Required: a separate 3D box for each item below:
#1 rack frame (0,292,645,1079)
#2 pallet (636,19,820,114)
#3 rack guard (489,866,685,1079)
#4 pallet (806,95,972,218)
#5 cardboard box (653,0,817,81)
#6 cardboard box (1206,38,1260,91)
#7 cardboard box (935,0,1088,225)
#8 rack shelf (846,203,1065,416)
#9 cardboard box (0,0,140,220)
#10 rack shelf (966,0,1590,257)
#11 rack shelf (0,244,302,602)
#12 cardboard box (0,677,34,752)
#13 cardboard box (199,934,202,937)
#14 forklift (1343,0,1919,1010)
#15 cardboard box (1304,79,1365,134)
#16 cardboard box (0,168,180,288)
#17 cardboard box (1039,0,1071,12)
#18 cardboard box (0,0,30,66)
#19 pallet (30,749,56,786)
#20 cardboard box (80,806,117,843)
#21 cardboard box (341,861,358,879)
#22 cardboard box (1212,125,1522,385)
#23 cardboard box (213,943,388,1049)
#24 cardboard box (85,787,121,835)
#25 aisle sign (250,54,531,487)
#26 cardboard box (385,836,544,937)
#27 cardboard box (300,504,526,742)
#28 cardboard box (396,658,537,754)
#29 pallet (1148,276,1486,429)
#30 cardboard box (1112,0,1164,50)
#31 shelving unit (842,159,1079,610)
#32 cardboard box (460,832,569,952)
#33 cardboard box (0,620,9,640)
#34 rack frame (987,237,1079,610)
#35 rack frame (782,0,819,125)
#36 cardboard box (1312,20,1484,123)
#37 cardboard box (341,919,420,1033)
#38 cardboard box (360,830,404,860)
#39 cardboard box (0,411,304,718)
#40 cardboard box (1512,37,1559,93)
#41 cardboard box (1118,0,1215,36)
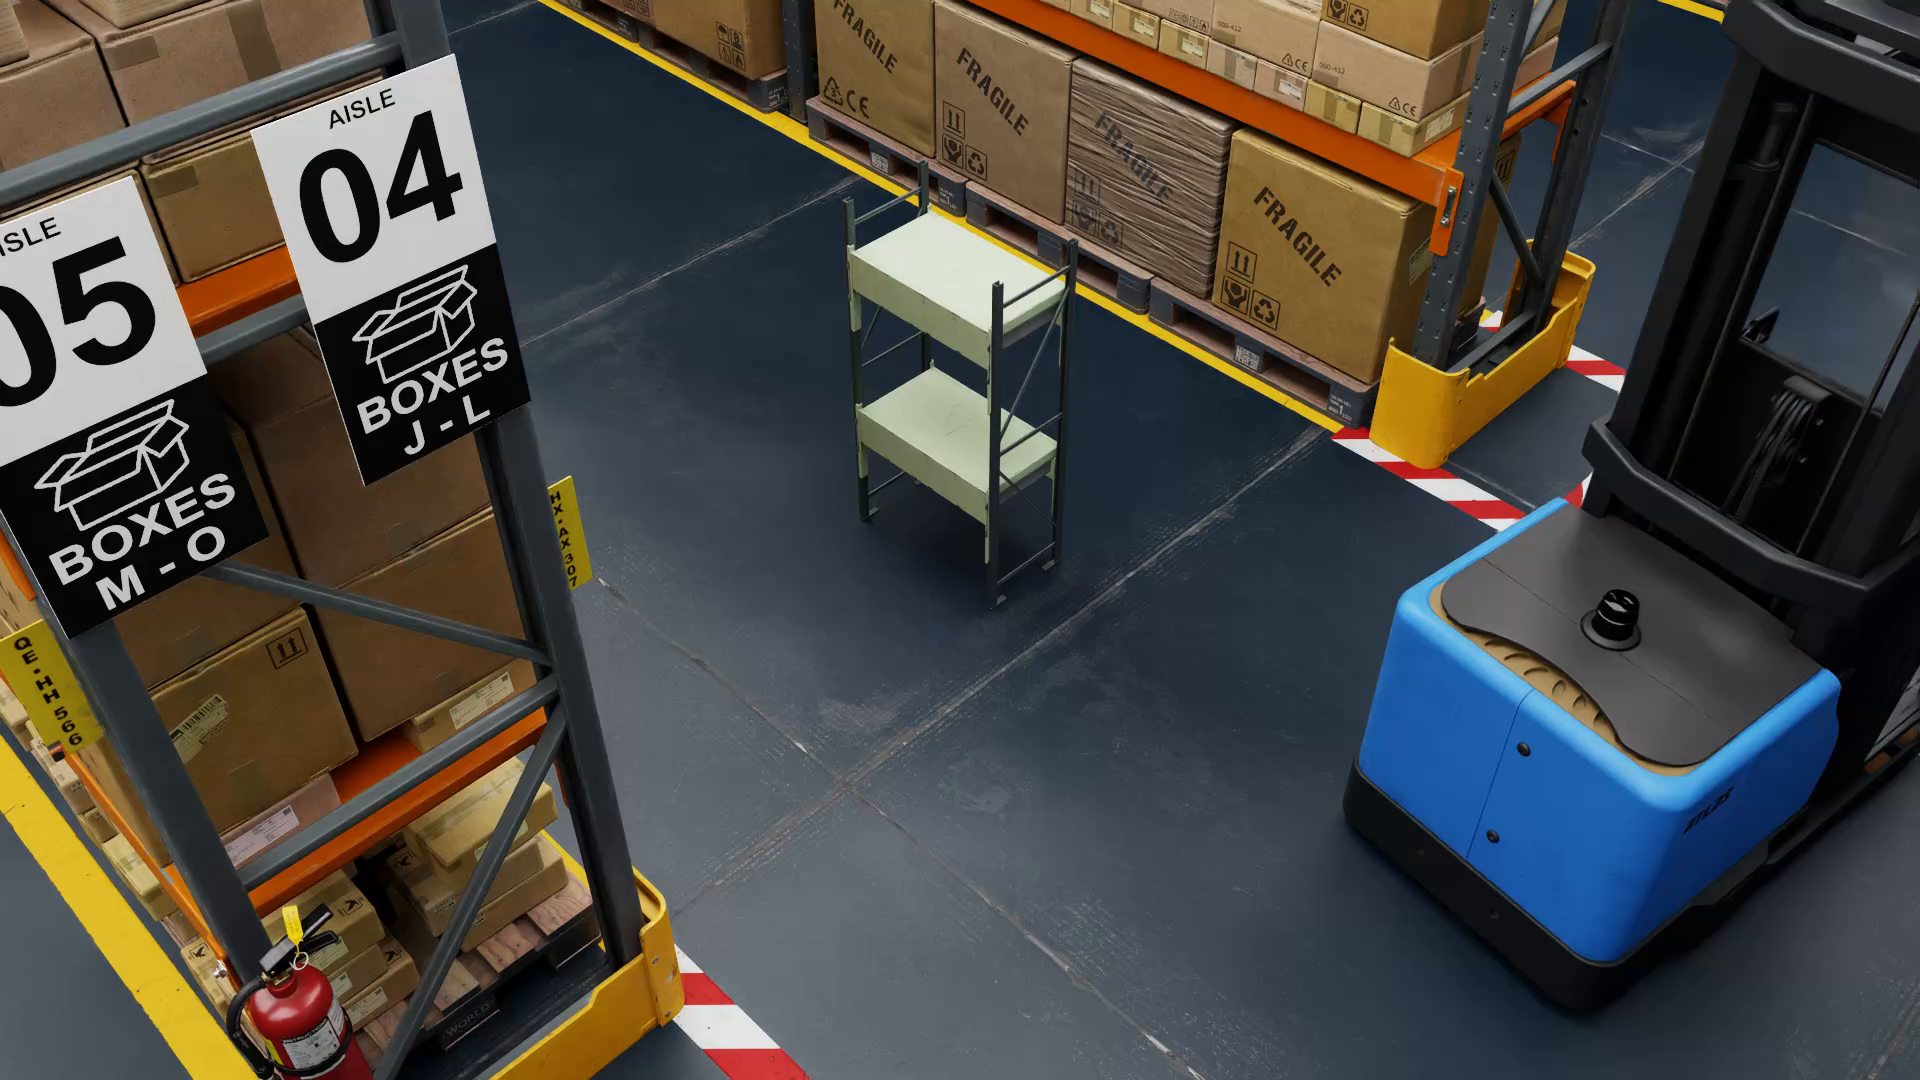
[{"bbox_3d":[-1.313,0.573,3.919,1.000,3.000,0.127,-34,53,-31],"label":"rack frame"},{"bbox_3d":[-1.153,-2.988,9.828,1.003,0.211,1.213,-34,53,-31],"label":"pallet"},{"bbox_3d":[-1.367,1.455,4.807,1.175,0.500,0.348,-34,53,-31],"label":"rack guard"},{"bbox_3d":[-0.073,-2.250,9.030,1.003,0.211,1.213,-34,53,-31],"label":"pallet"},{"bbox_3d":[-1.021,-3.349,9.420,1.225,0.875,0.875,-34,52,-31],"label":"cardboard box"},{"bbox_3d":[1.248,-2.043,6.935,0.380,0.149,0.250,-33,52,-31],"label":"cardboard box"},{"bbox_3d":[0.490,-2.263,8.245,0.875,0.875,0.875,-34,53,-31],"label":"cardboard box"},{"bbox_3d":[-0.005,-0.841,5.980,0.431,0.370,0.720,-34,53,-31],"label":"rack shelf"},{"bbox_3d":[-1.818,-0.756,2.890,0.500,0.250,0.500,33,52,30],"label":"cardboard box"},{"bbox_3d":[0.858,-2.452,7.723,1.077,0.370,4.000,-34,53,-31],"label":"rack shelf"},{"bbox_3d":[-2.725,-1.225,4.185,1.077,0.370,4.000,-34,53,-31],"label":"rack shelf"},{"bbox_3d":[-3.013,0.497,5.573,0.380,0.149,0.250,-34,52,-31],"label":"cardboard box"},{"bbox_3d":[-2.211,1.070,5.173,0.250,0.149,0.380,34,52,31],"label":"cardboard box"},{"bbox_3d":[2.785,-0.457,5.085,3.031,2.935,1.130,-27,49,-26],"label":"forklift"},{"bbox_3d":[1.601,-1.800,6.673,0.380,0.149,0.250,-34,52,-31],"label":"cardboard box"},{"bbox_3d":[-1.821,-0.565,3.052,0.500,0.250,0.500,33,52,31],"label":"cardboard box"},{"bbox_3d":[0.521,-2.535,7.468,0.250,0.149,0.380,33,52,30],"label":"cardboard box"},{"bbox_3d":[-1.756,-0.822,2.668,0.250,0.149,0.380,34,52,31],"label":"cardboard box"},{"bbox_3d":[-2.773,0.568,5.980,1.003,0.211,1.213,-34,53,-31],"label":"pallet"},{"bbox_3d":[-2.631,0.749,5.302,0.380,0.149,0.250,-33,52,-31],"label":"cardboard box"},{"bbox_3d":[-2.003,0.966,4.847,0.380,0.149,0.250,-33,52,-31],"label":"cardboard box"},{"bbox_3d":[1.762,-1.398,7.309,0.875,0.875,0.875,-34,53,-31],"label":"cardboard box"},{"bbox_3d":[-1.888,1.240,4.770,0.250,0.149,0.380,33,52,30],"label":"cardboard box"},{"bbox_3d":[-2.414,0.748,5.083,0.250,0.149,0.380,32,52,30],"label":"cardboard box"},{"bbox_3d":[-1.049,-0.490,3.155,0.394,0.787,0.004,-34,53,-31],"label":"aisle sign"},{"bbox_3d":[-1.501,0.982,5.049,0.380,0.149,0.250,-32,51,-30],"label":"cardboard box"},{"bbox_3d":[-1.434,0.079,4.161,0.500,0.500,0.500,-32,51,-30],"label":"cardboard box"},{"bbox_3d":[-1.310,0.353,4.343,0.250,0.149,0.380,34,52,31],"label":"cardboard box"},{"bbox_3d":[1.650,-1.078,7.761,1.003,0.211,1.213,-34,53,-31],"label":"pallet"},{"bbox_3d":[0.880,-2.291,7.204,0.380,0.149,0.250,-34,52,-31],"label":"cardboard box"},{"bbox_3d":[-0.005,-0.554,6.244,0.431,1.500,0.755,-34,53,-31],"label":"shelving unit"},{"bbox_3d":[-1.456,1.061,5.183,0.380,0.149,0.250,-33,52,-31],"label":"cardboard box"},{"bbox_3d":[-2.173,0.085,4.155,0.500,0.500,0.500,33,52,31],"label":"cardboard box"},{"bbox_3d":[0.254,-0.378,6.054,0.400,1.500,0.023,-34,53,-31],"label":"rack frame"},{"bbox_3d":[-0.555,-3.677,8.519,1.000,3.000,0.127,-34,53,-31],"label":"rack frame"},{"bbox_3d":[1.740,-1.915,6.504,0.500,0.250,0.500,33,52,31],"label":"cardboard box"},{"bbox_3d":[-1.832,1.313,4.910,0.380,0.149,0.250,-33,52,-31],"label":"cardboard box"},{"bbox_3d":[-1.722,0.758,5.072,0.380,0.149,0.250,-33,52,-31],"label":"cardboard box"},{"bbox_3d":[-1.812,-0.041,3.554,0.500,0.500,0.500,33,52,31],"label":"cardboard box"},{"bbox_3d":[2.253,-1.992,6.880,0.380,0.149,0.250,-33,52,-31],"label":"cardboard box"},{"bbox_3d":[1.023,-2.404,7.032,0.500,0.250,0.500,32,52,30],"label":"cardboard box"}]
